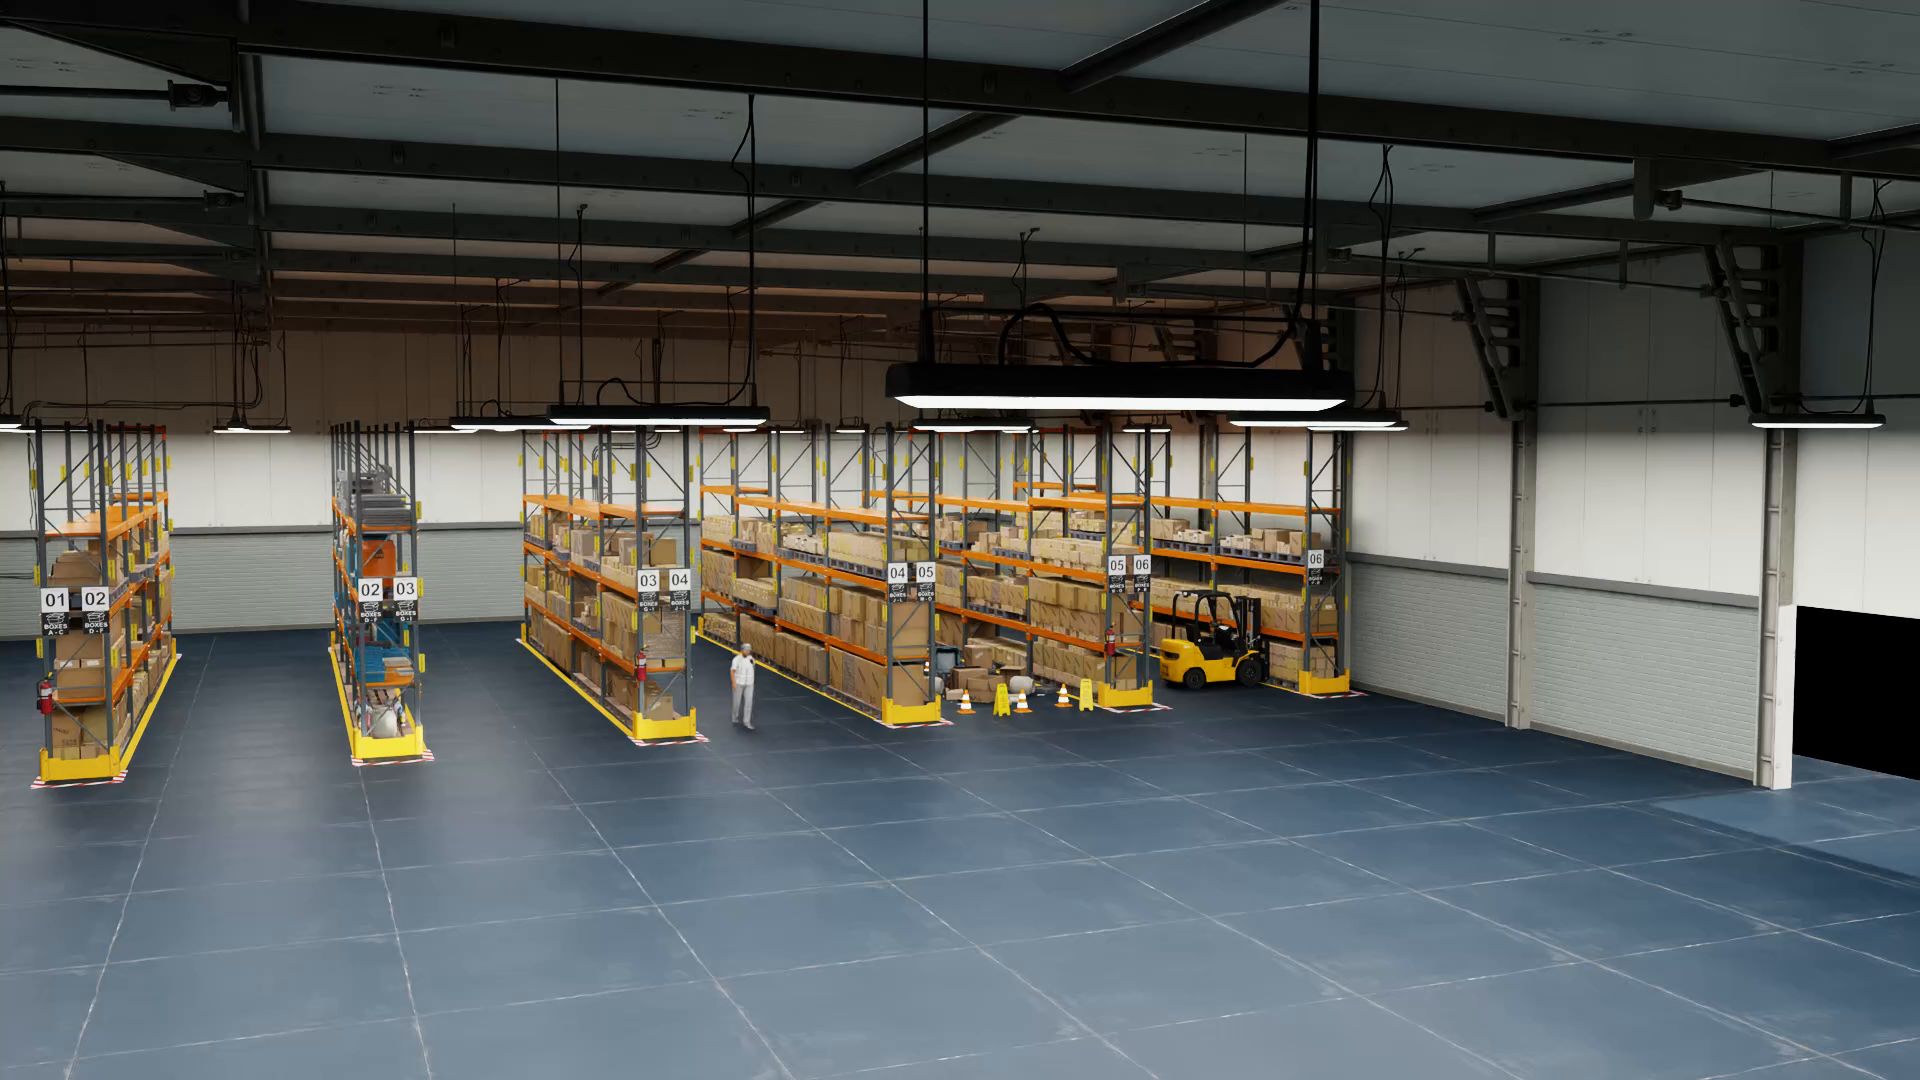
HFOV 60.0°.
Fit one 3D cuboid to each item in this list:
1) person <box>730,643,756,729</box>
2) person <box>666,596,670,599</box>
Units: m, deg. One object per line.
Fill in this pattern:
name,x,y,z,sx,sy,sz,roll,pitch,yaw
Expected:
person,-4.263,2.860,32.824,0.565,1.633,0.845,-2,4,-29
person,-7.551,2.172,43.527,0.621,1.667,0.569,0,4,0
